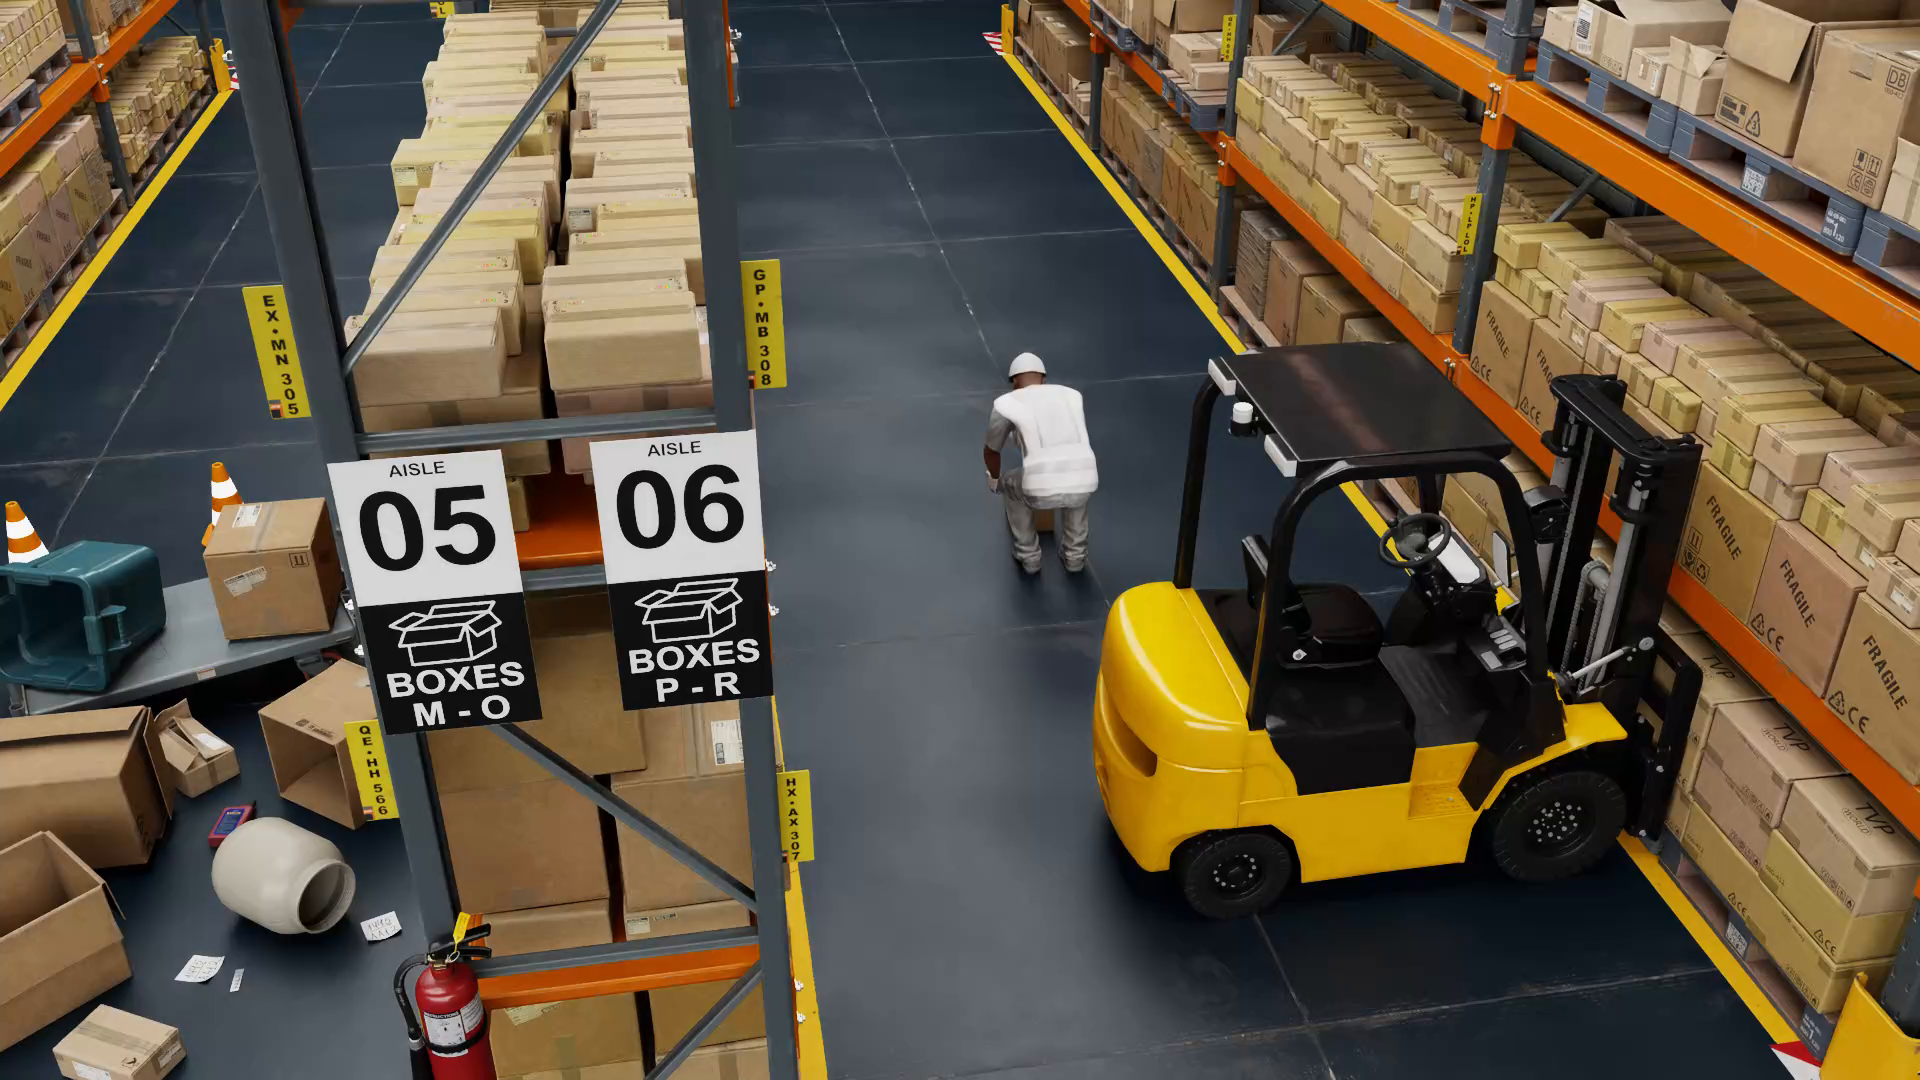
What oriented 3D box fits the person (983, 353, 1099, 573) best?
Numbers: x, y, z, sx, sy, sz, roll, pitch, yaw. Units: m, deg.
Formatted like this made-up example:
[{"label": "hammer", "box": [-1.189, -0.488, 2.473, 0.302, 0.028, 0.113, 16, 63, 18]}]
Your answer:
[{"label": "person", "box": [0.453, -0.399, 9.437, 0.592, 1.140, 0.867, -5, 31, -9]}]
